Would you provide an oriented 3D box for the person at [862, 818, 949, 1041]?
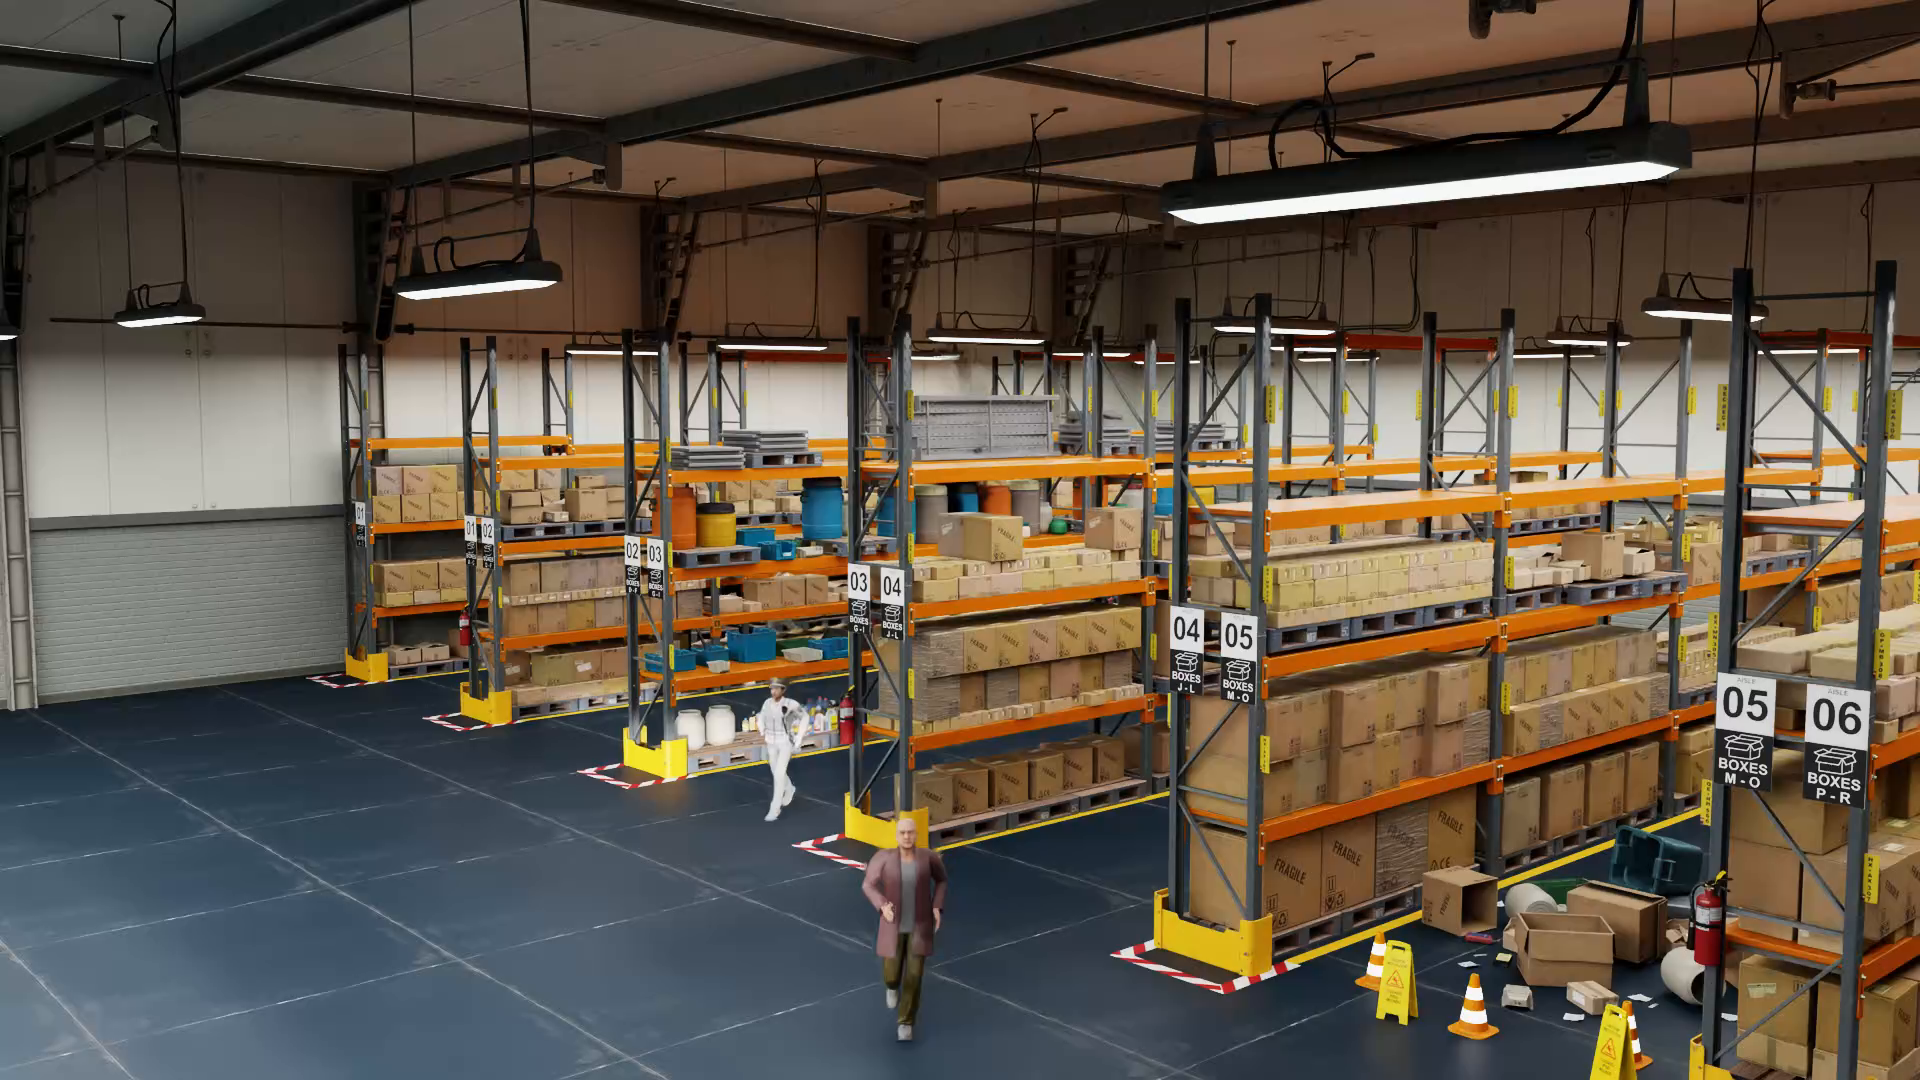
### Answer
[{"bbox_3d":[-0.436,3.094,13.434,0.709,1.736,0.750,0,5,-5],"label":"person"}]

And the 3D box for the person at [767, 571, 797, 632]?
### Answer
[{"bbox_3d":[-3.527,1.355,32.928,0.689,1.722,0.983,4,6,36],"label":"person"}]

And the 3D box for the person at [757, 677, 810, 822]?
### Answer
[{"bbox_3d":[-2.178,2.503,20.308,0.635,1.716,0.823,2,6,24],"label":"person"}]
